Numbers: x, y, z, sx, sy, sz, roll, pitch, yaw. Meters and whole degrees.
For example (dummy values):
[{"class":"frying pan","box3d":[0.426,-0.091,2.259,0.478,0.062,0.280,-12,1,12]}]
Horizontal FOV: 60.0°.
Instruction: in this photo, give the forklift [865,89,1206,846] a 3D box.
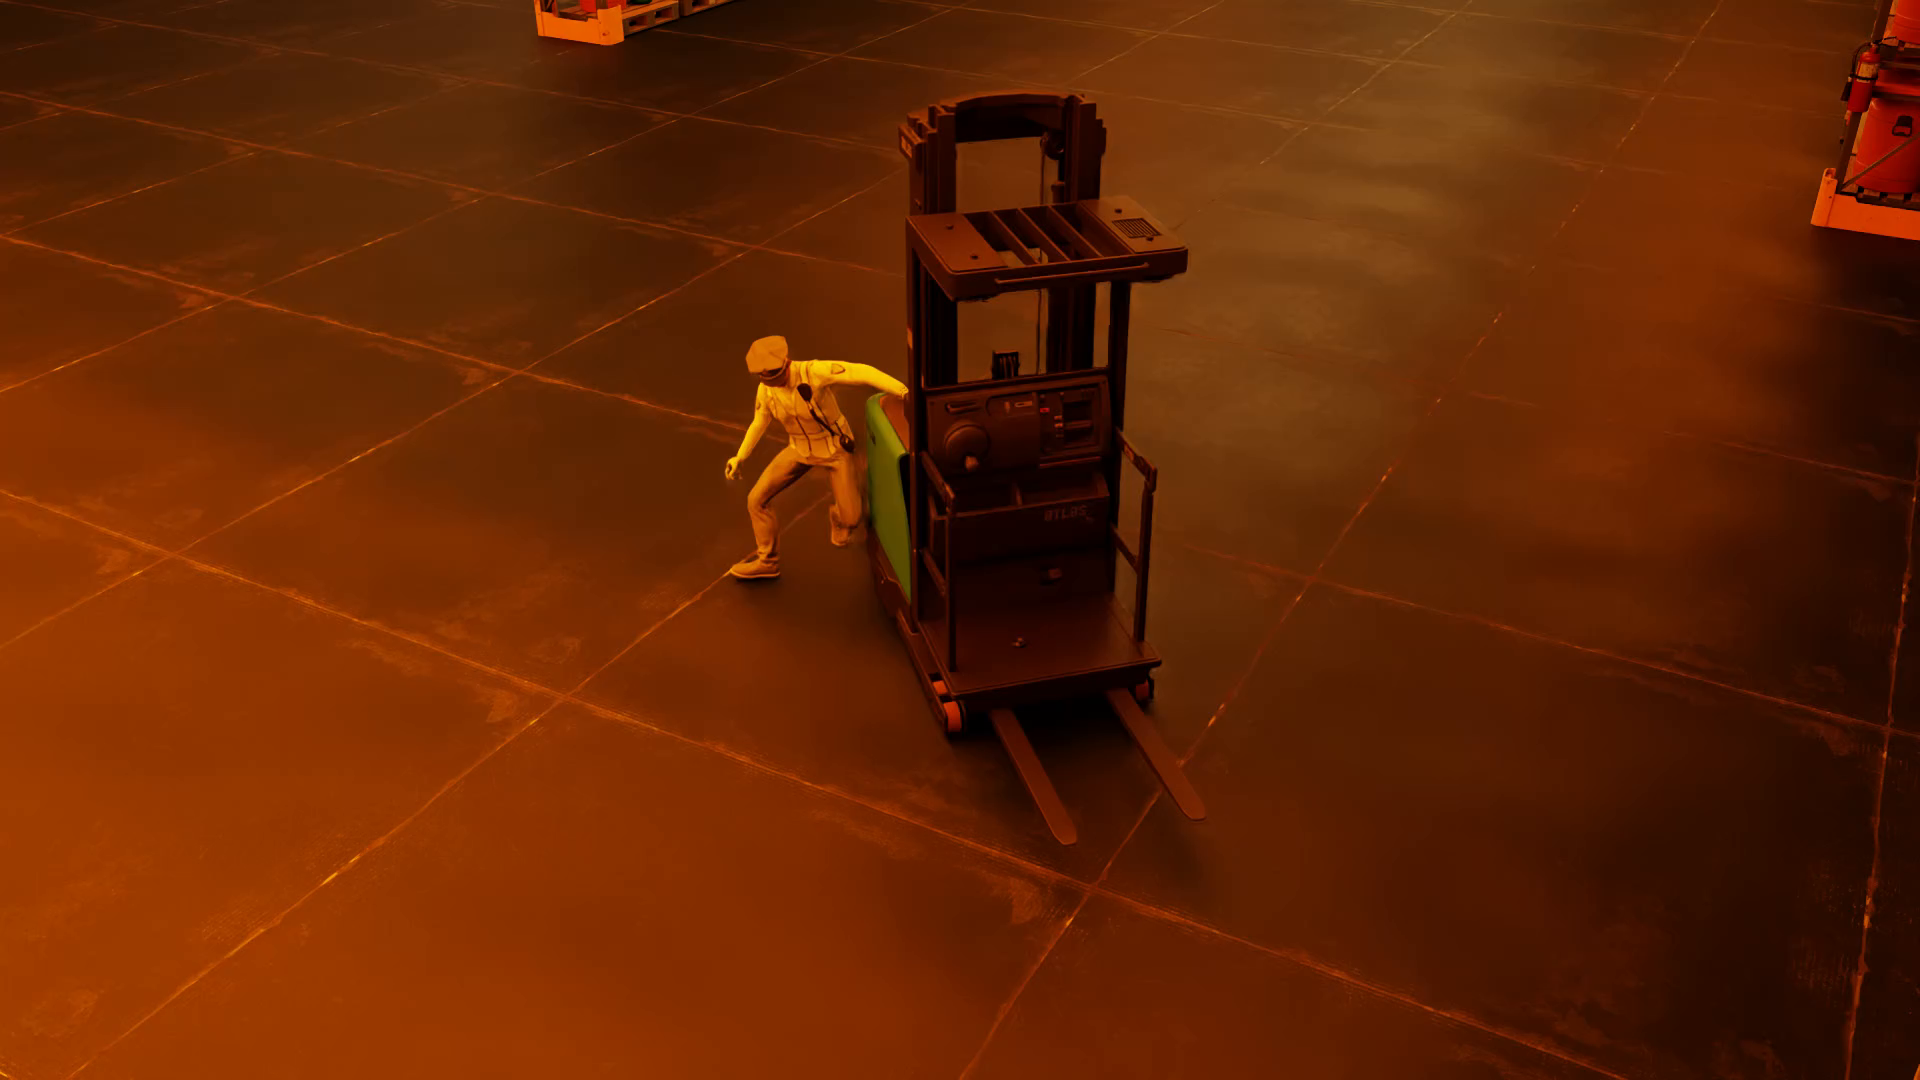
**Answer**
[{"class":"forklift","box3d":[0.355,-0.517,7.966,1.130,2.935,3.031,-8,31,-14]}]

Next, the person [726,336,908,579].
[{"class":"person","box3d":[-0.783,-0.476,9.353,1.092,1.468,0.700,12,32,19]}]
